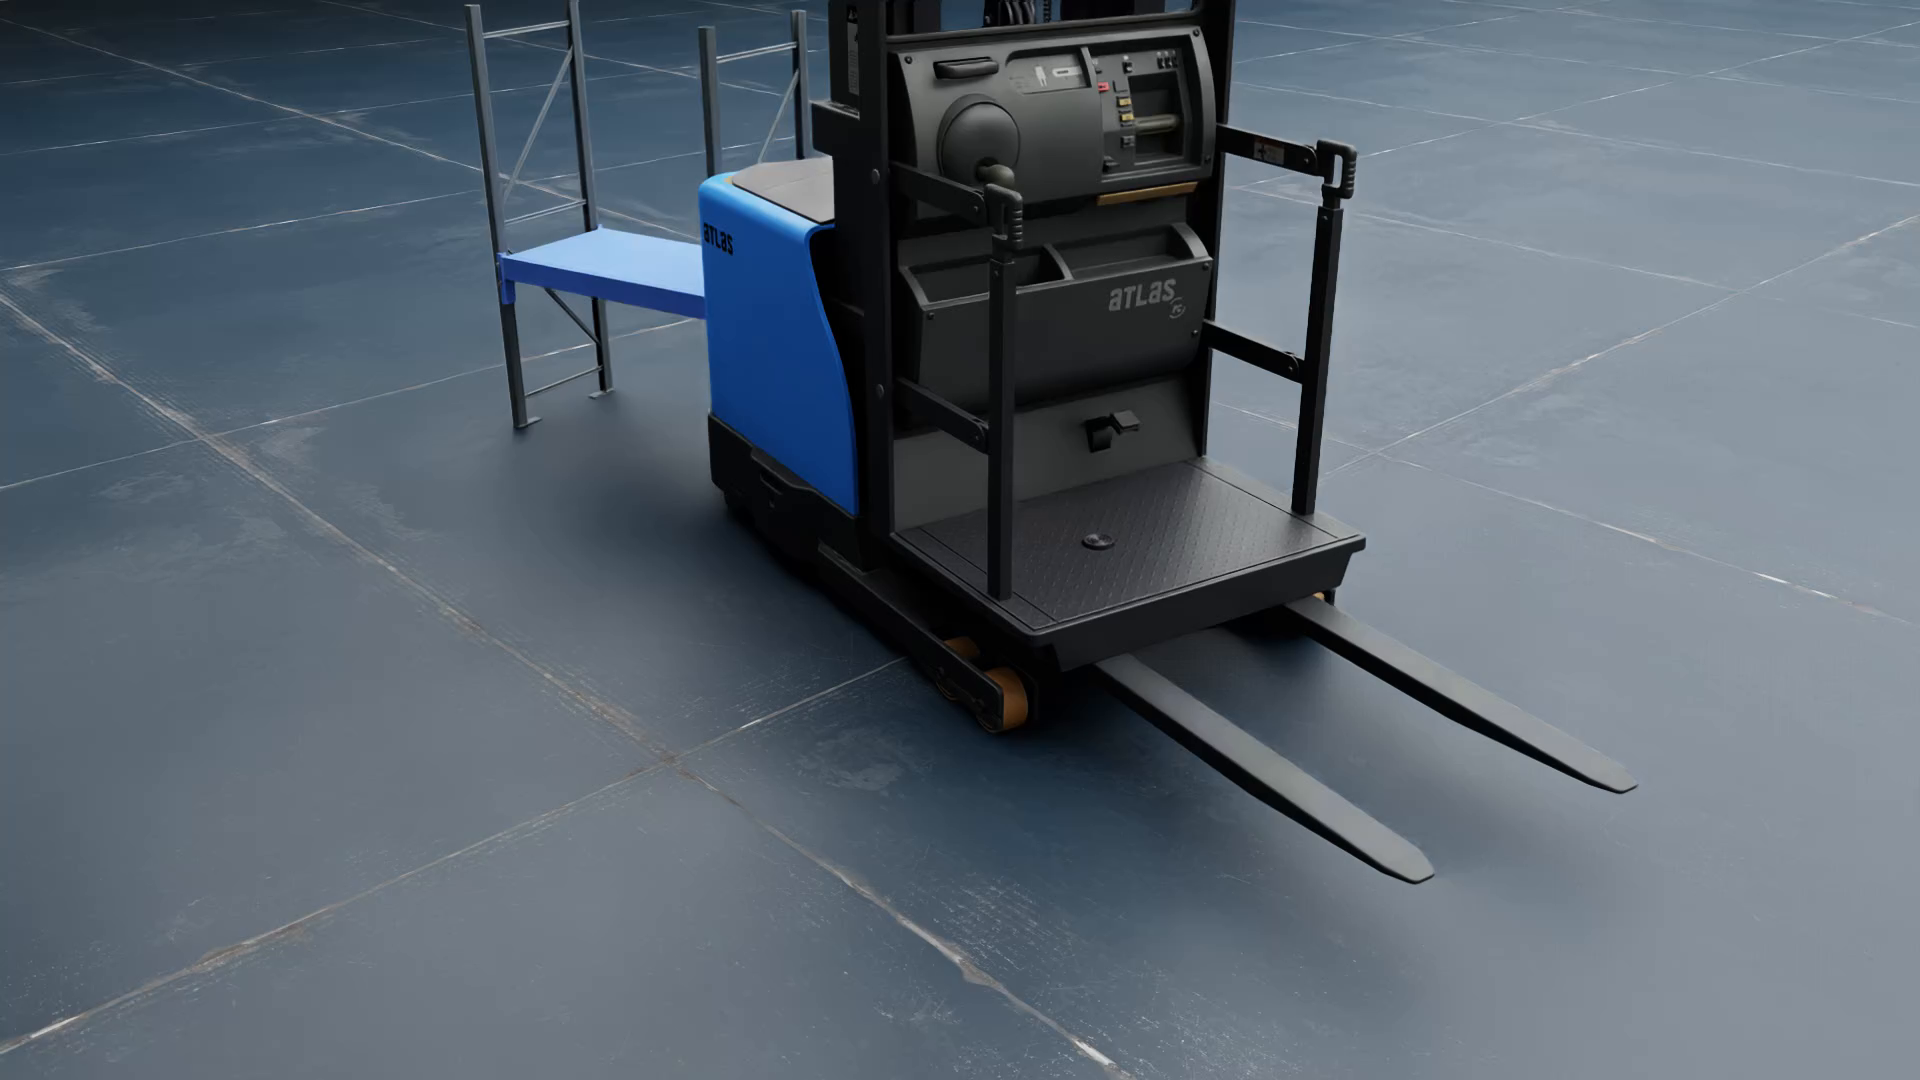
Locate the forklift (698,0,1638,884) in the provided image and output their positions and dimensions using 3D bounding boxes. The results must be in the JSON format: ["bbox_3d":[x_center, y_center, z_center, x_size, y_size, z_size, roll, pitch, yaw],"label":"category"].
[{"bbox_3d":[0.377,-1.069,4.061,1.130,2.935,3.031,-14,28,-29],"label":"forklift"}]

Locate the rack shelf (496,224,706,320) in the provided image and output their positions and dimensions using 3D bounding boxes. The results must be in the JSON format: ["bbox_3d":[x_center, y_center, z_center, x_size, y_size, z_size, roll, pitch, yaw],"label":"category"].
[{"bbox_3d":[-1.079,-0.908,5.867,1.000,0.185,0.538,15,28,29],"label":"rack shelf"}]

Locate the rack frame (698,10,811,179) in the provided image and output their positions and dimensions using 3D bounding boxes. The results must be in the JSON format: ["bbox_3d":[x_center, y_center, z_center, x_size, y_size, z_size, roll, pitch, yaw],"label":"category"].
[{"bbox_3d":[-0.650,-0.959,5.545,0.032,1.500,0.500,15,28,29],"label":"rack frame"}]

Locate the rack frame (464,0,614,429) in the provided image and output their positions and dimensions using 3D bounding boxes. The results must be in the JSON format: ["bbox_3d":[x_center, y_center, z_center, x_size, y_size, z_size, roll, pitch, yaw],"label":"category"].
[{"bbox_3d":[-1.508,-1.185,6.040,0.032,1.500,0.500,15,28,29],"label":"rack frame"}]

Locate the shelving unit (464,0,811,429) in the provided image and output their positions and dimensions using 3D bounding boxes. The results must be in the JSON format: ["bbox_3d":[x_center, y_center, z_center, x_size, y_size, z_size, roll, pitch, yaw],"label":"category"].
[{"bbox_3d":[-1.079,-1.072,5.793,1.048,1.500,0.538,15,28,29],"label":"shelving unit"}]
